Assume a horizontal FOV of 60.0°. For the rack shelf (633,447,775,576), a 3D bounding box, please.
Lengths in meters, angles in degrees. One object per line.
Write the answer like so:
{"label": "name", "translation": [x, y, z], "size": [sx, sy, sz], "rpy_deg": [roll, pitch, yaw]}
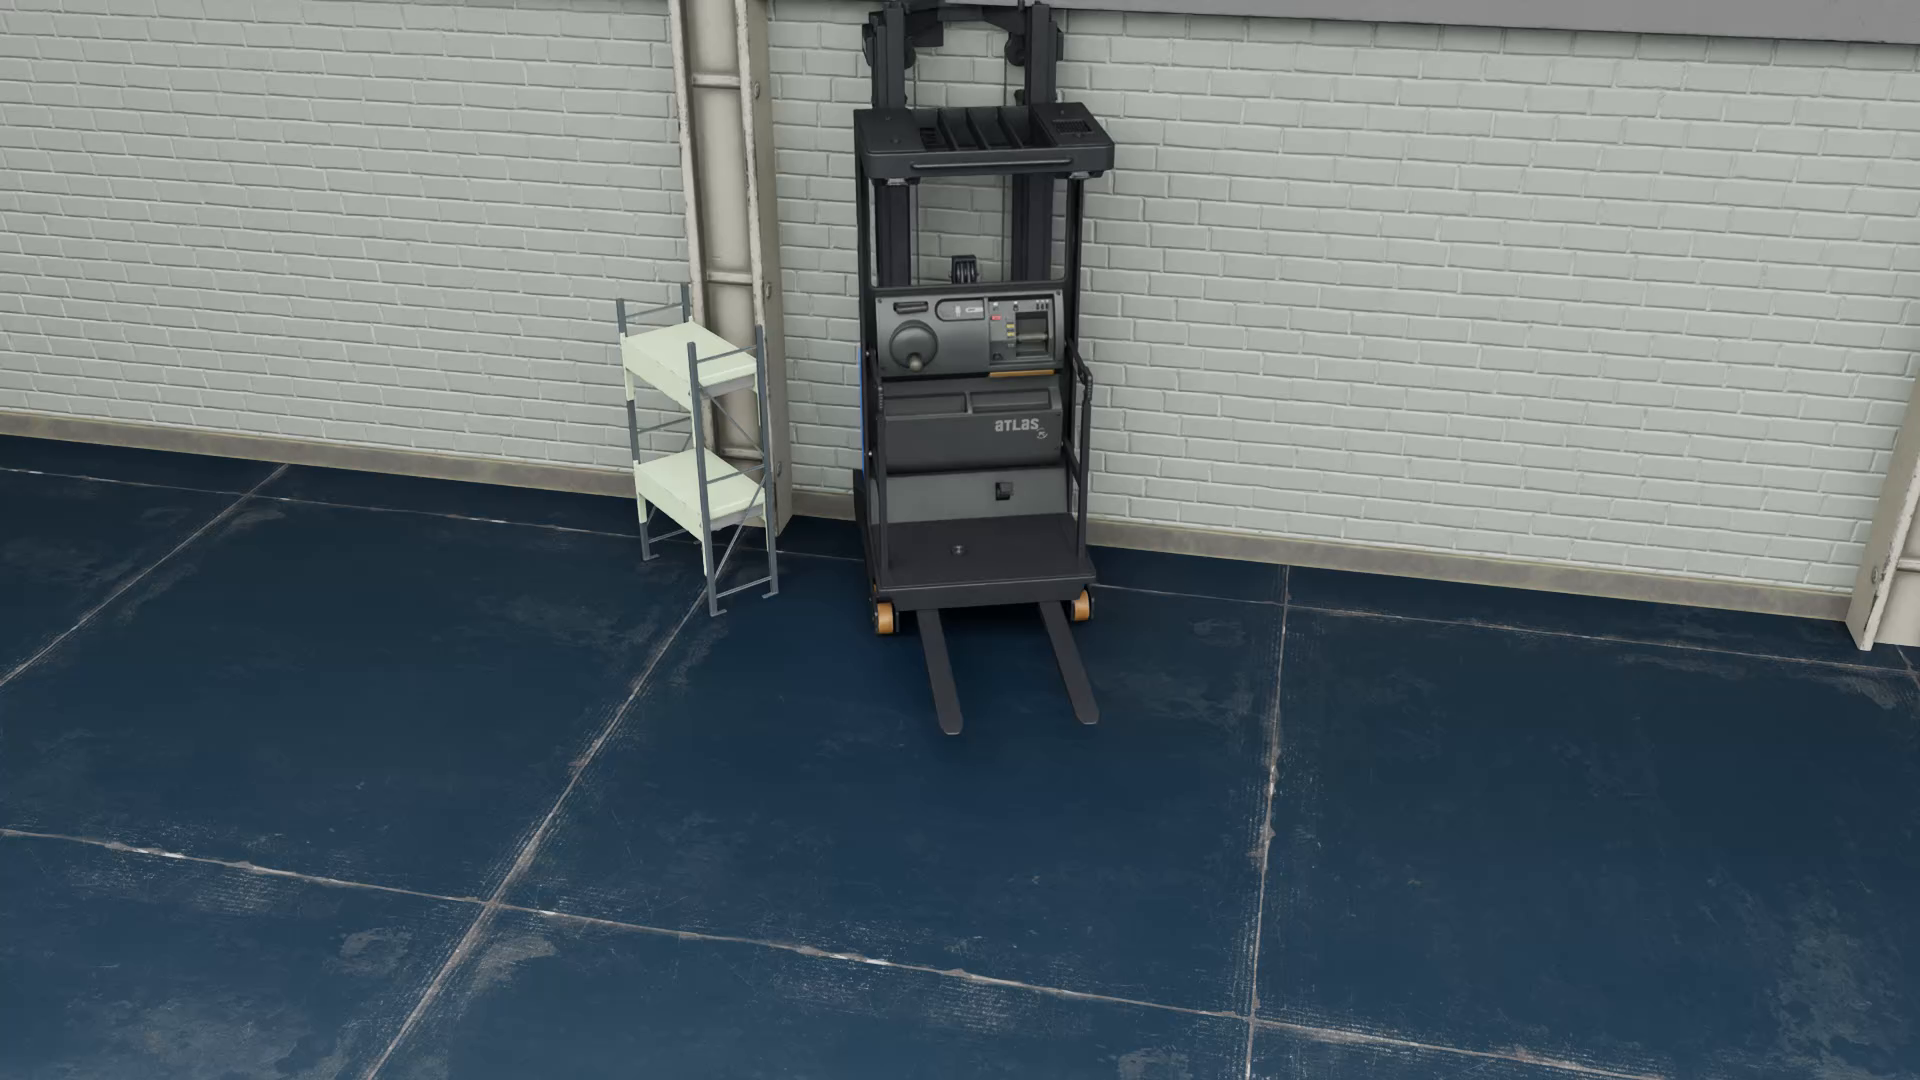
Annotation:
{"label": "rack shelf", "translation": [-1.340, -0.178, 8.692], "size": [0.431, 0.370, 0.720], "rpy_deg": [-20, 34, -32]}

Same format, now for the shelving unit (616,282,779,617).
{"label": "shelving unit", "translation": [-1.340, -0.464, 8.535], "size": [0.431, 1.500, 0.755], "rpy_deg": [-20, 34, -32]}

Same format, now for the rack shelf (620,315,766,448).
{"label": "rack shelf", "translation": [-1.340, -0.806, 8.348], "size": [0.431, 0.370, 0.720], "rpy_deg": [-20, 34, -32]}

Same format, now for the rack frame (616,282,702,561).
{"label": "rack frame", "translation": [-1.560, -0.604, 8.792], "size": [0.400, 1.500, 0.023], "rpy_deg": [-20, 34, -32]}

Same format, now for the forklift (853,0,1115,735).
{"label": "forklift", "translation": [0.080, -0.986, 7.998], "size": [1.130, 2.935, 3.031], "rpy_deg": [-4, 29, -6]}

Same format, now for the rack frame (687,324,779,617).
{"label": "rack frame", "translation": [-1.119, -0.324, 8.279], "size": [0.400, 1.500, 0.023], "rpy_deg": [-20, 34, -32]}

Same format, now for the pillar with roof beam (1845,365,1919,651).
{"label": "pillar with roof beam", "translation": [3.791, -1.434, 2.499], "size": [0.400, 9.000, 9.100], "rpy_deg": [6, 29, 11]}

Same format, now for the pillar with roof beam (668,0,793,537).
{"label": "pillar with roof beam", "translation": [-2.077, -2.036, 3.598], "size": [0.400, 9.000, 9.100], "rpy_deg": [6, 29, 11]}
